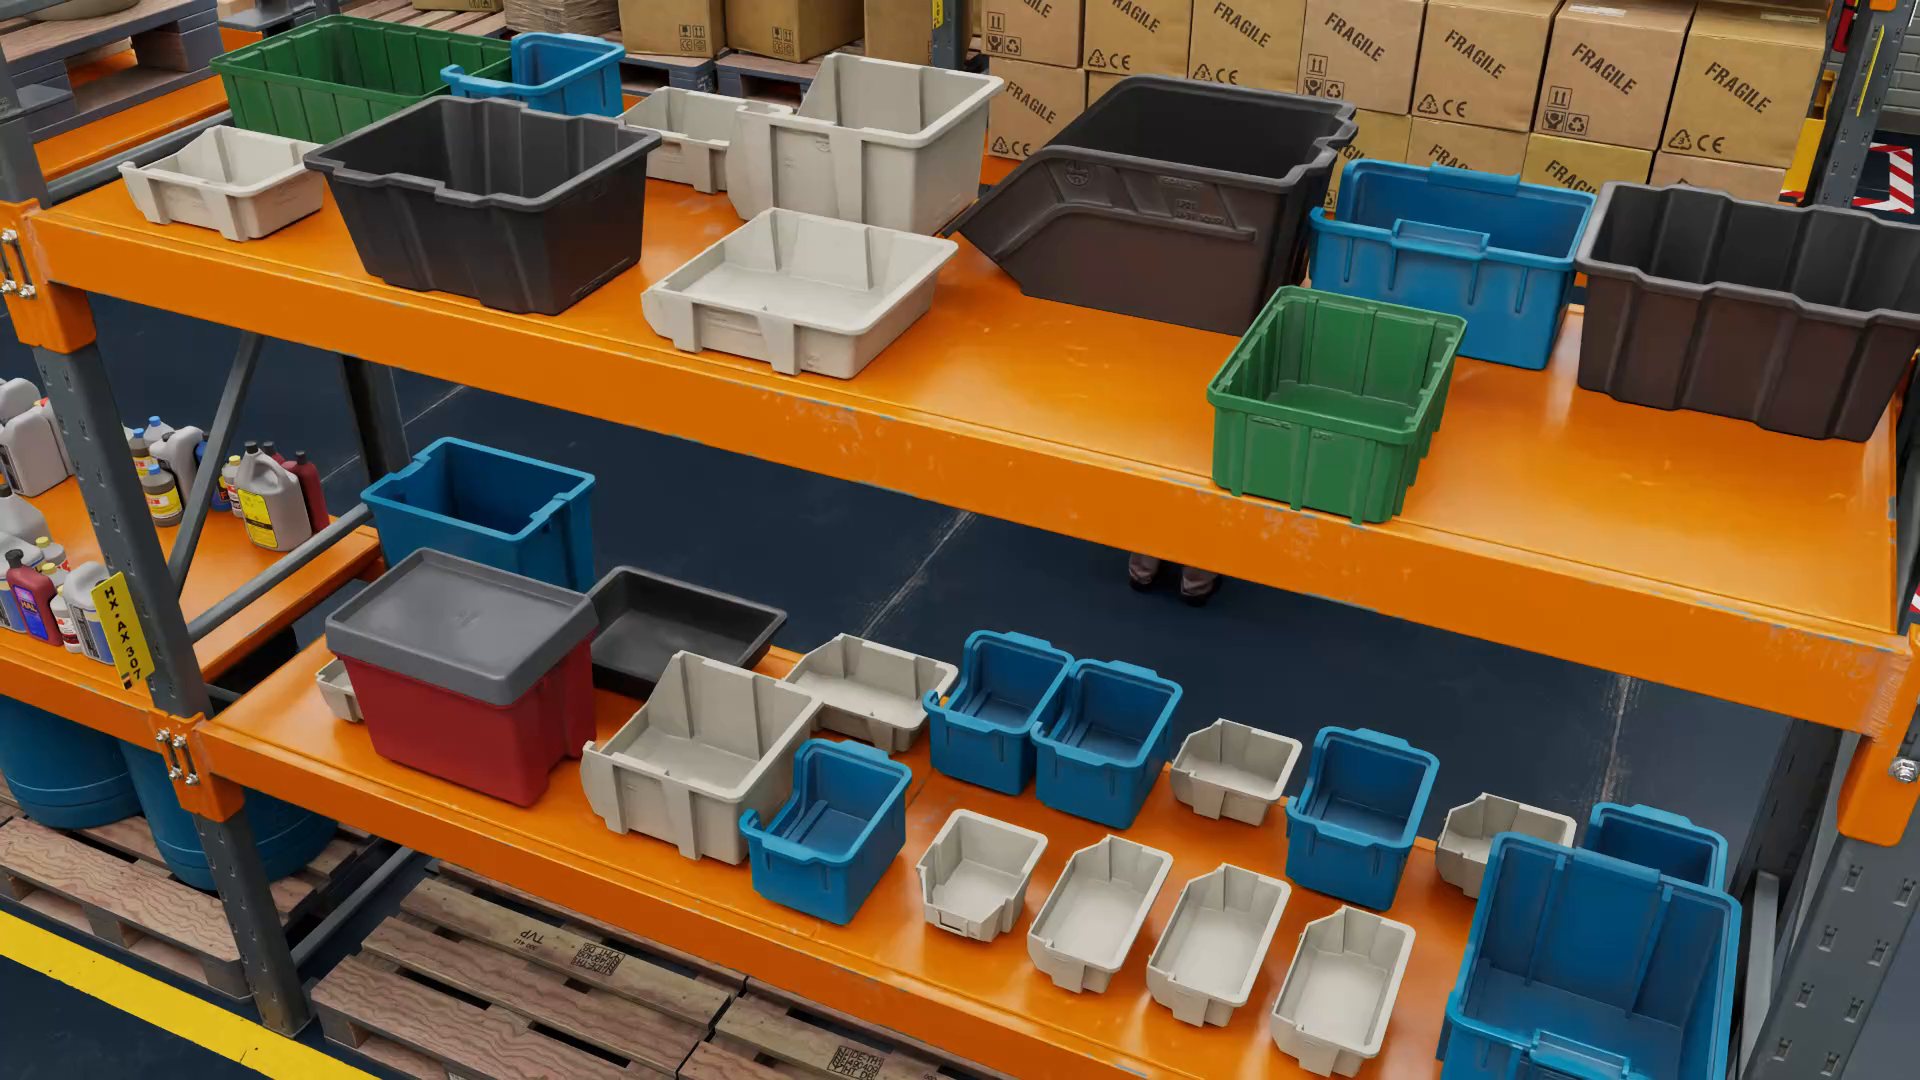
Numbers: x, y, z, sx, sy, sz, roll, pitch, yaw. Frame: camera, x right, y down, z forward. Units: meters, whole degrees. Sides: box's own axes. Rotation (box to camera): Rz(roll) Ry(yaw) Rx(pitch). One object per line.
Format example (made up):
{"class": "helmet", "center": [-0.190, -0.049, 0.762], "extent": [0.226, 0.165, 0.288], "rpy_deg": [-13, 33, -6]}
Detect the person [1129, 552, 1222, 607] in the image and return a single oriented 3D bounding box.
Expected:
{"class": "person", "center": [0.994, -0.519, 7.087], "extent": [0.473, 1.575, 0.700], "rpy_deg": [14, 36, 20]}
